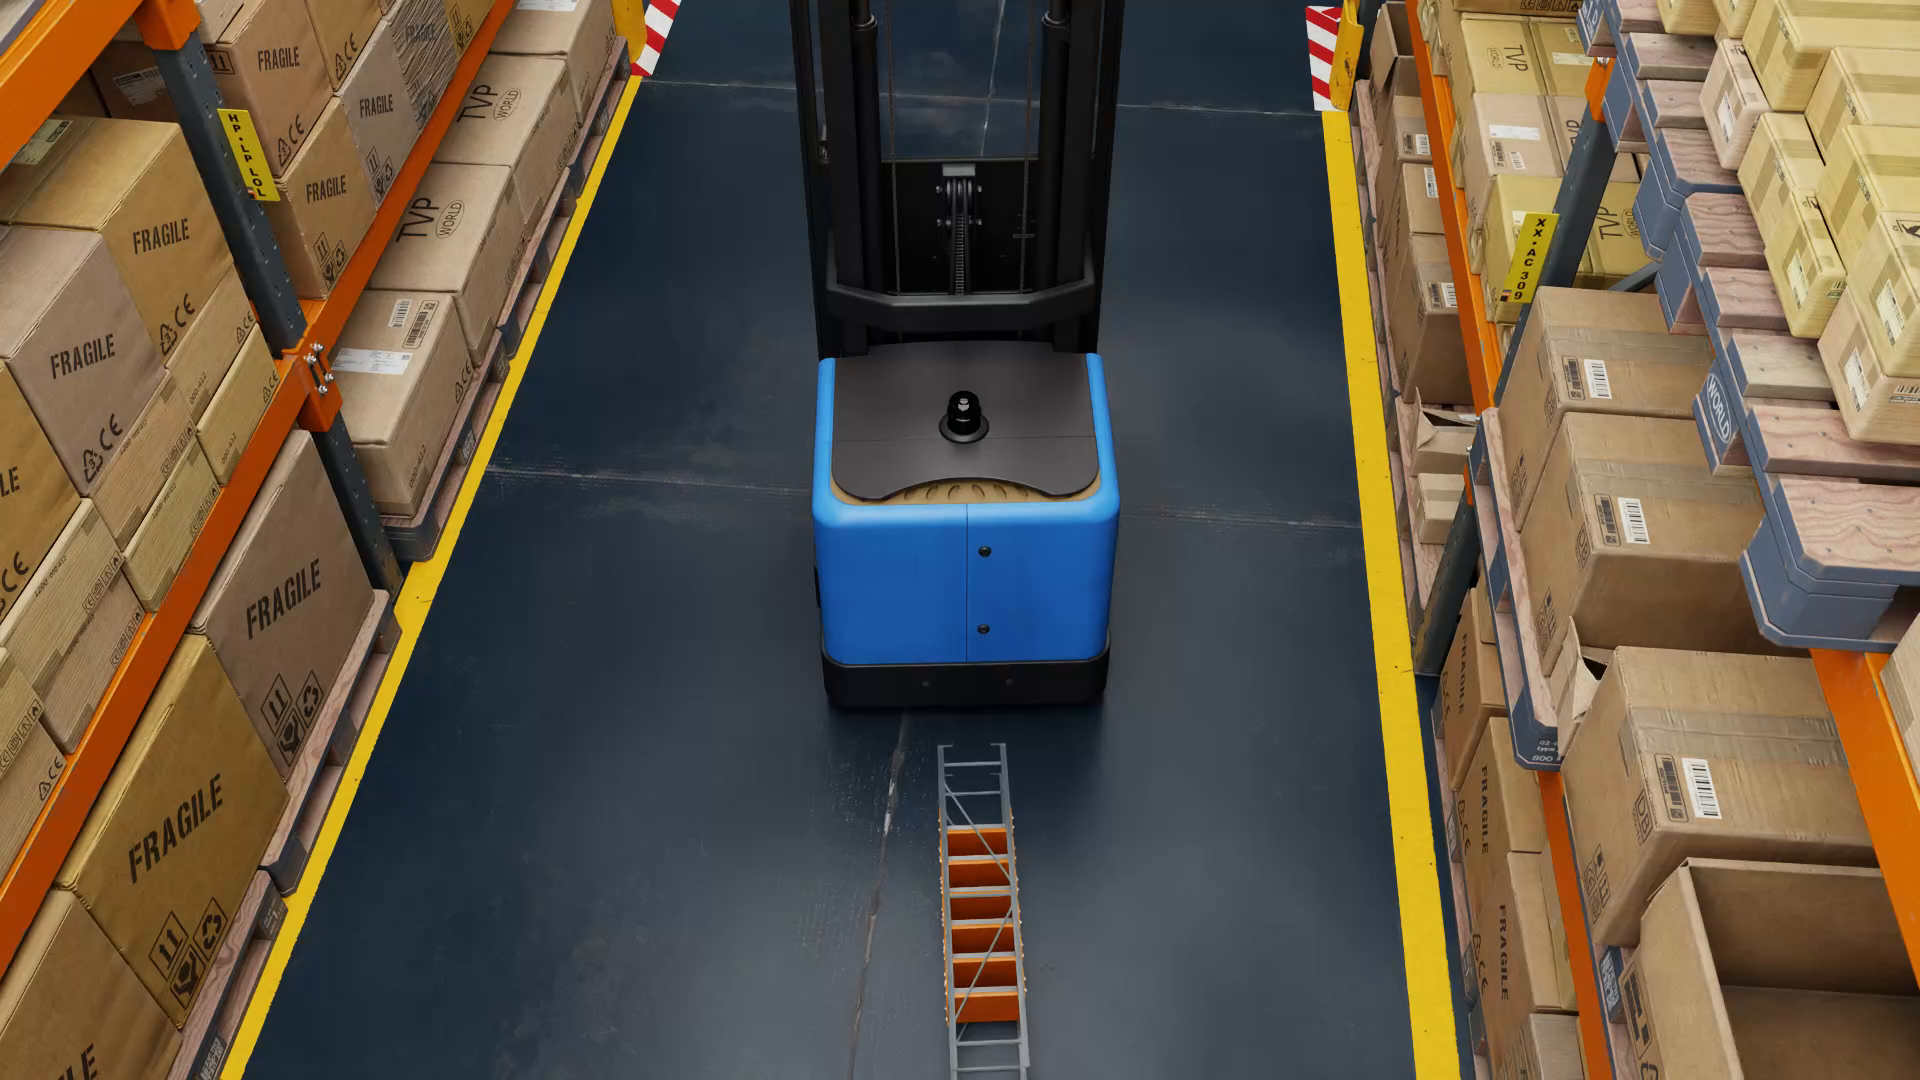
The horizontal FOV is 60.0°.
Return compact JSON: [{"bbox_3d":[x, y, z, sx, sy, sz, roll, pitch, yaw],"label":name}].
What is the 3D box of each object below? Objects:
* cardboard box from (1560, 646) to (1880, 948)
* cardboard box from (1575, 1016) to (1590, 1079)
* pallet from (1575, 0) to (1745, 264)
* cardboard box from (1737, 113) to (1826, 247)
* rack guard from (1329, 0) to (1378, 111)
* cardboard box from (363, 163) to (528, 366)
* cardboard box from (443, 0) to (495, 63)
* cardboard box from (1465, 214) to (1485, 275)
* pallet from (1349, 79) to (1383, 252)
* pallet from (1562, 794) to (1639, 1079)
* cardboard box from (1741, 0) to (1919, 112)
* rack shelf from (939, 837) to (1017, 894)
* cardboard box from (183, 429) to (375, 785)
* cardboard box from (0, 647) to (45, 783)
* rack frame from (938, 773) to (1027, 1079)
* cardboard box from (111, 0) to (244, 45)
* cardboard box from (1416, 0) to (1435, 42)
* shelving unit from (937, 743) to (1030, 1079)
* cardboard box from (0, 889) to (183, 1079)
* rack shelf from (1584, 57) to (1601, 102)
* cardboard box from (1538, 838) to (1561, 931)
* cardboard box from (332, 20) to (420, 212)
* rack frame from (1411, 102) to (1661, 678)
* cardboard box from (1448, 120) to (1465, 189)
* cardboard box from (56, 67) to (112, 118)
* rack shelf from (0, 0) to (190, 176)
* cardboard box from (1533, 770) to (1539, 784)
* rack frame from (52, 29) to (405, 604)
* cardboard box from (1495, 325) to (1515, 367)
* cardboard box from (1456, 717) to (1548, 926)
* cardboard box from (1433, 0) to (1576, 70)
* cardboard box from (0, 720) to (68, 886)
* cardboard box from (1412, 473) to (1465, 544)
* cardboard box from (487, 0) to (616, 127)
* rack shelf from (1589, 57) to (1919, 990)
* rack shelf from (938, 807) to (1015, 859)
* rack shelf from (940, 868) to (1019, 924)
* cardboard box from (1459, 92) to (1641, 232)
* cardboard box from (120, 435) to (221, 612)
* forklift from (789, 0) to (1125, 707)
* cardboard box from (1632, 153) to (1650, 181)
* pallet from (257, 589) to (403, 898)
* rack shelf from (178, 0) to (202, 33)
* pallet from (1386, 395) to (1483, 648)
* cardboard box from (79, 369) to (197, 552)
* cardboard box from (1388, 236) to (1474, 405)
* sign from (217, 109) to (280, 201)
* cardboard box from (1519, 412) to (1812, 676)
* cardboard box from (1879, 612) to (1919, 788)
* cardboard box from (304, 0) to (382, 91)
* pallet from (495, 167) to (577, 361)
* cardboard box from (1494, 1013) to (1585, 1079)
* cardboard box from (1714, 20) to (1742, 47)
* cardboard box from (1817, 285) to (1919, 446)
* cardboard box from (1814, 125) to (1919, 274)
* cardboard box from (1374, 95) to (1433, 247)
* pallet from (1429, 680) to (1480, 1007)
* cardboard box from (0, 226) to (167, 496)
[{"bbox_3d":[1.840,0.614,3.830,0.700,0.500,0.500,4,48,3],"label":"cardboard box"},{"bbox_3d":[1.876,1.384,4.447,0.380,0.149,0.250,4,48,4],"label":"cardboard box"},{"bbox_3d":[2.096,-0.983,3.737,1.213,0.211,1.003,4,48,4],"label":"pallet"},{"bbox_3d":[1.712,-0.668,3.139,0.380,0.149,0.250,3,48,3],"label":"cardboard box"},{"bbox_3d":[2.583,-2.549,8.768,1.175,0.500,0.348,4,48,4],"label":"rack guard"},{"bbox_3d":[-2.473,-1.229,7.319,0.875,0.438,0.875,3,48,2],"label":"cardboard box"},{"bbox_3d":[-2.265,-2.314,6.792,0.500,0.500,0.500,5,48,5],"label":"cardboard box"},{"bbox_3d":[2.005,-1.061,5.883,0.380,0.149,0.250,5,48,5],"label":"cardboard box"},{"bbox_3d":[2.512,-1.865,8.339,1.003,0.211,1.213,4,48,4],"label":"pallet"},{"bbox_3d":[2.034,1.066,3.898,1.003,0.211,1.213,4,48,4],"label":"pallet"},{"bbox_3d":[1.746,-0.947,3.193,0.380,0.149,0.250,3,48,3],"label":"cardboard box"},{"bbox_3d":[0.060,1.104,5.635,0.258,0.180,0.103,-2,48,-2],"label":"rack shelf"},{"bbox_3d":[-2.695,0.197,5.719,0.875,0.875,0.875,5,48,5],"label":"cardboard box"},{"bbox_3d":[-2.625,0.509,4.041,0.500,0.250,0.500,5,48,4],"label":"cardboard box"},{"bbox_3d":[0.067,1.287,5.592,0.240,0.006,1.200,-2,48,-2],"label":"rack frame"},{"bbox_3d":[-2.430,-1.644,5.062,0.380,0.149,0.250,3,48,3],"label":"cardboard box"},{"bbox_3d":[2.120,-2.197,6.923,0.380,0.149,0.250,3,48,2],"label":"cardboard box"},{"bbox_3d":[0.067,1.225,5.524,0.258,0.189,1.200,-2,48,-2],"label":"shelving unit"},{"bbox_3d":[-2.851,1.518,4.510,0.875,0.875,0.875,4,48,4],"label":"cardboard box"},{"bbox_3d":[2.408,-2.748,5.711,1.077,0.370,4.000,4,48,4],"label":"rack shelf"},{"bbox_3d":[1.896,1.002,4.797,0.380,0.149,0.250,4,48,3],"label":"cardboard box"},{"bbox_3d":[-2.364,-1.570,6.112,0.500,0.500,0.500,4,48,4],"label":"cardboard box"},{"bbox_3d":[2.226,-0.509,5.208,1.000,3.000,0.127,4,48,4],"label":"rack frame"},{"bbox_3d":[2.051,-1.441,6.231,0.380,0.149,0.250,3,48,3],"label":"cardboard box"},{"bbox_3d":[-2.950,-1.576,5.439,0.500,0.500,0.500,4,48,3],"label":"cardboard box"},{"bbox_3d":[-2.900,-0.140,3.326,1.077,0.370,4.000,4,48,4],"label":"rack shelf"},{"bbox_3d":[1.968,0.618,5.148,0.380,0.149,0.250,2,48,2],"label":"cardboard box"},{"bbox_3d":[-2.718,-0.840,5.511,1.000,3.000,0.127,4,48,4],"label":"rack frame"},{"bbox_3d":[2.003,-0.675,5.531,0.380,0.149,0.250,4,48,4],"label":"cardboard box"},{"bbox_3d":[1.919,0.925,5.306,0.500,0.500,0.500,3,48,3],"label":"cardboard box"},{"bbox_3d":[2.167,-2.062,6.529,0.500,0.250,0.500,3,48,3],"label":"cardboard box"},{"bbox_3d":[-2.663,0.681,4.222,0.500,0.250,0.500,4,48,4],"label":"cardboard box"},{"bbox_3d":[1.984,-0.117,6.498,0.380,0.149,0.250,3,48,2],"label":"cardboard box"},{"bbox_3d":[-2.314,-2.564,8.540,0.875,0.438,0.875,2,48,2],"label":"cardboard box"},{"bbox_3d":[2.043,0.191,3.023,1.077,0.370,4.000,4,48,4],"label":"rack shelf"},{"bbox_3d":[0.054,1.015,5.716,0.258,0.180,0.103,-2,48,-2],"label":"rack shelf"},{"bbox_3d":[0.065,1.192,5.554,0.258,0.180,0.103,-2,48,-2],"label":"rack shelf"},{"bbox_3d":[2.060,-1.318,5.849,0.500,0.250,0.500,4,48,4],"label":"cardboard box"},{"bbox_3d":[-2.555,-0.068,4.907,0.500,0.250,0.500,3,48,3],"label":"cardboard box"},{"bbox_3d":[-0.017,-1.450,6.116,1.130,2.935,3.031,-1,48,-1],"label":"forklift"},{"bbox_3d":[2.578,-1.273,5.808,0.500,0.250,0.500,3,48,3],"label":"cardboard box"},{"bbox_3d":[-2.713,0.673,6.017,1.003,0.211,1.213,4,48,4],"label":"pallet"},{"bbox_3d":[-2.535,-3.079,6.014,1.077,0.370,4.000,4,48,4],"label":"rack shelf"},{"bbox_3d":[2.289,-0.072,6.699,1.003,0.211,1.213,4,48,4],"label":"pallet"},{"bbox_3d":[-2.554,-0.250,4.734,0.500,0.250,0.500,5,48,4],"label":"cardboard box"},{"bbox_3d":[2.229,-0.915,6.989,0.700,0.500,0.500,2,48,2],"label":"cardboard box"},{"bbox_3d":[-2.176,-1.174,5.086,0.100,0.325,0.005,4,48,4],"label":"sign"},{"bbox_3d":[1.912,0.037,4.357,0.700,0.500,0.500,4,48,4],"label":"cardboard box"},{"bbox_3d":[1.757,0.338,2.503,0.500,0.250,0.500,4,48,4],"label":"cardboard box"},{"bbox_3d":[-2.381,-1.915,5.750,0.500,0.500,0.500,3,48,3],"label":"cardboard box"},{"bbox_3d":[-2.462,-1.351,7.869,1.003,0.211,1.213,4,48,4],"label":"pallet"},{"bbox_3d":[1.815,1.673,4.623,0.500,0.500,0.500,2,48,2],"label":"cardboard box"},{"bbox_3d":[1.819,-1.038,3.478,0.380,0.149,0.250,4,48,4],"label":"cardboard box"},{"bbox_3d":[1.688,-0.288,2.791,0.380,0.149,0.250,5,48,4],"label":"cardboard box"},{"bbox_3d":[1.713,-0.571,2.849,0.380,0.149,0.250,4,48,4],"label":"cardboard box"},{"bbox_3d":[2.323,-1.678,7.687,0.700,0.500,0.500,6,48,5],"label":"cardboard box"},{"bbox_3d":[2.189,1.033,5.688,1.003,0.211,1.213,4,48,4],"label":"pallet"},{"bbox_3d":[-2.548,-0.485,4.441,0.500,0.500,0.500,5,48,4],"label":"cardboard box"}]
